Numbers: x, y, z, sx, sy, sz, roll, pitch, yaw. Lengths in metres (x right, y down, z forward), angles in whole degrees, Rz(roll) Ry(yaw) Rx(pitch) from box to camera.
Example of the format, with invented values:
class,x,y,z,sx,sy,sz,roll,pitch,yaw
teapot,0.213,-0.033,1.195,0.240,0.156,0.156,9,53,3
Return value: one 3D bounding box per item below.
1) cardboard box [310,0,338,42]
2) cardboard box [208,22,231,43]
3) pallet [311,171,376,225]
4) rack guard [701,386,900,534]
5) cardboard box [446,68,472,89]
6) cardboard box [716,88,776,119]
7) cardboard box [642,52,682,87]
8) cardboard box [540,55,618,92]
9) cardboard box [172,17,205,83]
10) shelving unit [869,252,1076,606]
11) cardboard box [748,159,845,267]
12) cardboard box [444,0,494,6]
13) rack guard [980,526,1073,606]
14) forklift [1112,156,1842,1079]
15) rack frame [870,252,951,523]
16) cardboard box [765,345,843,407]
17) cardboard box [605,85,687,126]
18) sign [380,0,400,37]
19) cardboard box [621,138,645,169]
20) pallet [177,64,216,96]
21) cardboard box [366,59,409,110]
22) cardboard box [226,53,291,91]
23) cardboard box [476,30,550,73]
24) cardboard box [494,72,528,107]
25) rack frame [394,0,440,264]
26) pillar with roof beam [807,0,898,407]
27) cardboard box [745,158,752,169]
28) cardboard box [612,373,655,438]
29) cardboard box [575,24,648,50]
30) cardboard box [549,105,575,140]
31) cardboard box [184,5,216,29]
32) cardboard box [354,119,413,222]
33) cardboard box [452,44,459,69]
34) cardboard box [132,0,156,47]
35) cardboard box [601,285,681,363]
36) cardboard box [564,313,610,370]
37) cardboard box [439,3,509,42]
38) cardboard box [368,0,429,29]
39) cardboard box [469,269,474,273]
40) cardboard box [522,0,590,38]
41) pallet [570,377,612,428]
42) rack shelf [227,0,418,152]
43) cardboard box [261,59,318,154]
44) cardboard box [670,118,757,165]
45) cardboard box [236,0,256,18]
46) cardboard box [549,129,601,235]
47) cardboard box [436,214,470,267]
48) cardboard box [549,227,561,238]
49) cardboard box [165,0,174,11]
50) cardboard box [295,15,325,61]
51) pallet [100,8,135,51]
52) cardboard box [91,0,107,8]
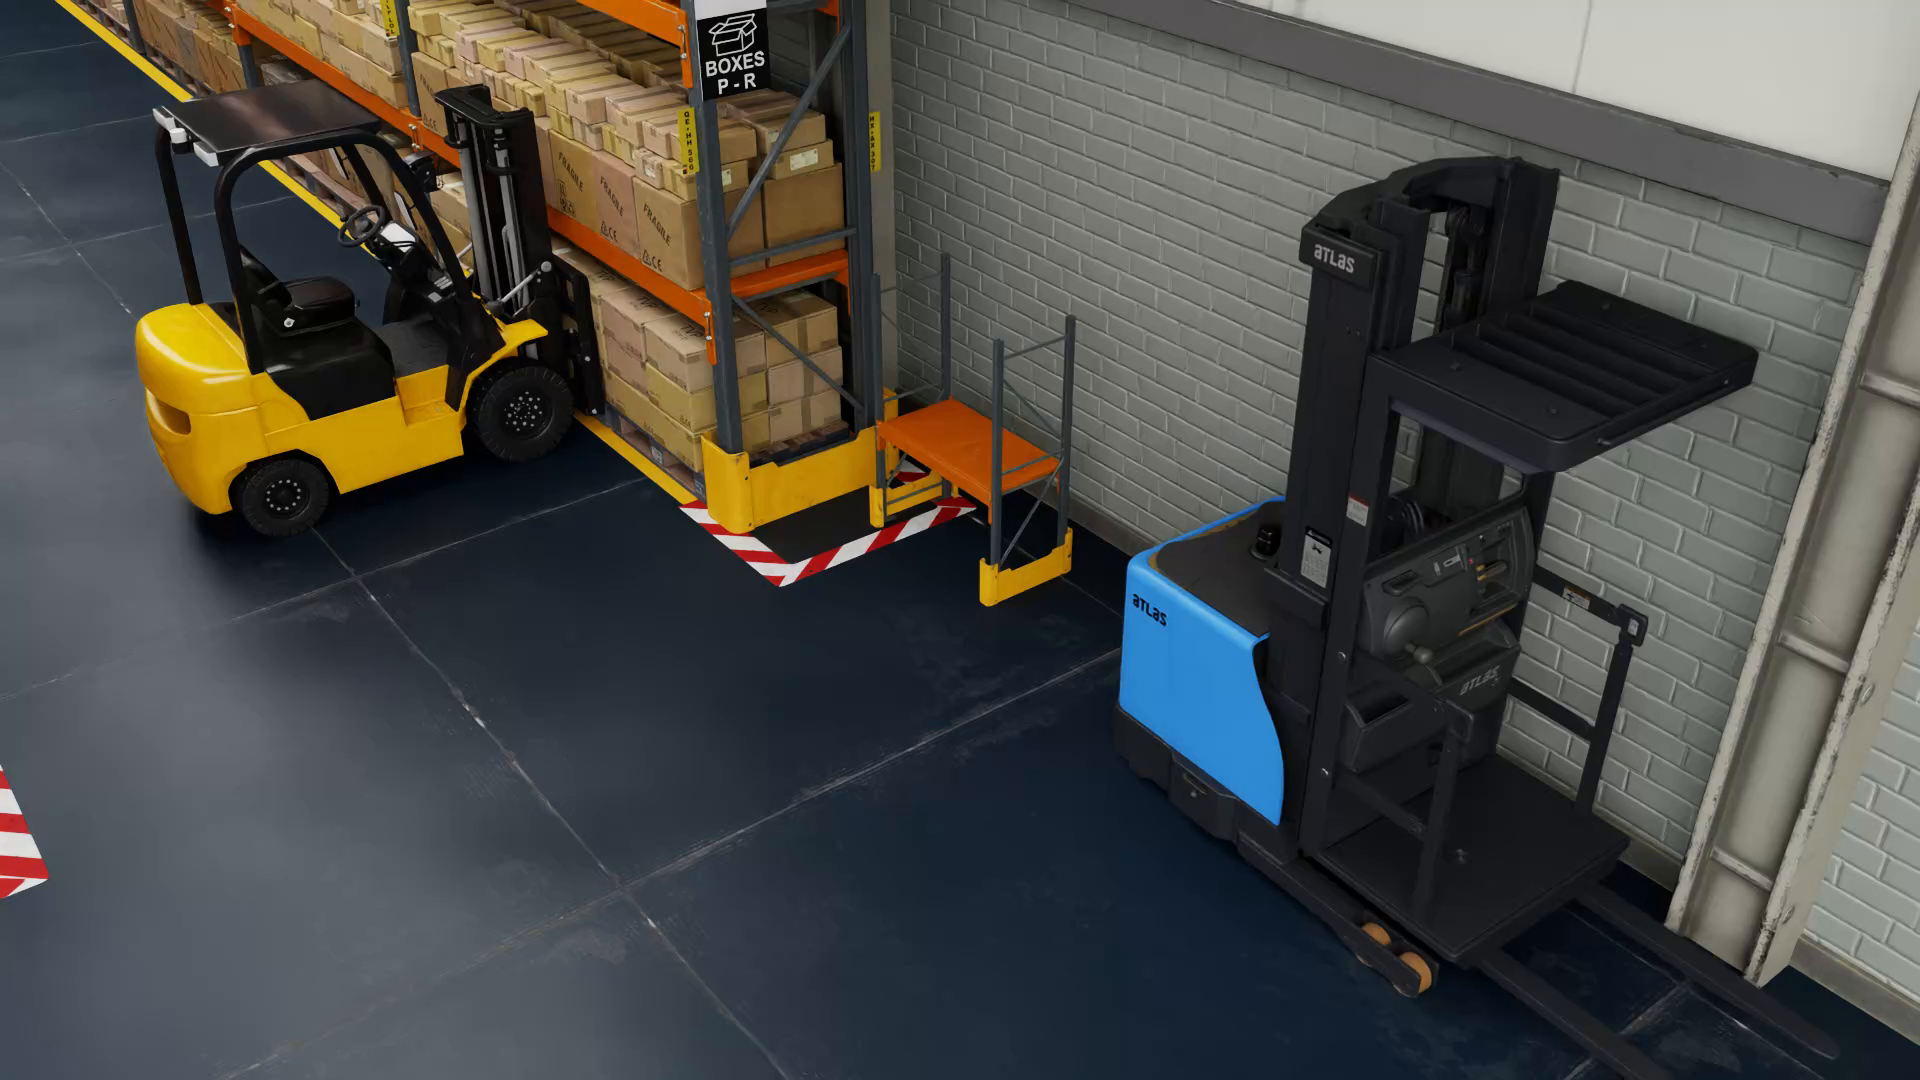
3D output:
class,x,y,z,sx,sy,sz,roll,pitch,yaw
cardboard box,-4.499,-3.930,12.402,0.500,0.250,0.500,-21,38,-30
cardboard box,-6.640,-4.643,15.239,0.380,0.149,0.250,-24,39,-33
pallet,-4.601,-2.851,13.640,1.003,0.211,1.213,-22,38,-31
rack guard,-0.898,-0.493,9.570,1.175,0.500,0.348,-22,38,-31
cardboard box,-2.968,-2.793,10.810,0.500,0.500,0.500,-22,38,-31
cardboard box,-1.257,-2.444,9.350,0.380,0.149,0.250,-21,38,-31
cardboard box,-1.662,-2.795,9.915,0.380,0.149,0.250,-23,39,-32
cardboard box,-2.244,-2.728,9.807,0.380,0.149,0.250,-22,38,-31
cardboard box,-7.203,-4.762,16.045,0.500,0.500,0.500,-24,39,-33
shelving unit,0.047,-0.605,8.803,0.587,1.500,1.083,-22,38,-31
cardboard box,-0.998,-1.904,9.377,0.500,0.500,0.500,-21,37,-30
cardboard box,-3.412,-3.766,11.761,0.380,0.149,0.250,-23,39,-32
rack guard,0.352,0.133,8.799,0.587,0.250,0.087,-22,38,-31
forklift,1.972,0.220,6.118,1.130,2.935,3.031,-21,38,-30
rack frame,-0.259,-0.813,9.138,0.500,1.500,0.032,-22,38,-31
cardboard box,-1.037,-1.051,9.833,0.500,0.250,0.500,-21,38,-31
cardboard box,-1.751,-2.411,9.298,0.380,0.149,0.250,-22,38,-31
sign,-3.789,-3.511,11.037,0.100,0.325,0.005,-22,38,-31
cardboard box,-1.638,-2.162,9.178,0.380,0.149,0.250,-21,38,-31
pallet,-6.991,-4.546,16.369,1.003,0.211,1.213,-22,38,-31
cardboard box,-3.882,-3.294,11.852,0.500,0.250,0.500,-21,38,-30
cardboard box,-6.248,-4.122,15.015,0.500,0.500,0.500,-21,38,-30
cardboard box,-2.752,-3.024,10.285,0.380,0.149,0.250,-23,39,-32
cardboard box,-2.616,-2.789,10.188,0.380,0.149,0.250,-24,39,-33
rack frame,-3.366,-3.232,11.611,1.000,3.000,0.127,-22,38,-31
pillar with roof beam,-4.029,-3.302,6.038,9.100,9.000,0.400,-22,38,-31
cardboard box,-1.118,-2.191,9.224,0.380,0.149,0.250,-22,38,-31
cardboard box,-1.748,-0.879,10.031,0.500,0.250,0.500,-22,38,-31
cardboard box,-2.172,-3.097,10.402,0.380,0.149,0.250,-23,38,-32
cardboard box,-2.153,-2.464,9.664,0.380,0.149,0.250,-22,38,-31
cardboard box,-7.113,-4.977,15.776,0.380,0.149,0.250,-24,39,-34
cardboard box,-4.165,-2.941,12.995,0.875,0.625,0.625,-23,38,-32
cardboard box,-3.036,-3.125,10.729,0.380,0.149,0.250,-22,38,-31
cardboard box,-8.153,-5.408,17.086,0.500,0.500,0.500,-20,37,-29
cardboard box,-1.760,-1.302,9.764,0.500,0.250,0.500,-22,38,-31
cardboard box,-2.091,-1.310,10.251,0.500,0.250,0.500,-23,39,-32
cardboard box,-3.159,-3.373,10.847,0.380,0.149,0.250,-22,38,-31
cardboard box,-3.923,-3.722,11.691,0.380,0.149,0.250,-23,38,-32
cardboard box,-3.007,-1.727,11.396,0.500,0.250,0.500,-23,39,-32
cardboard box,-2.637,-3.417,10.917,0.380,0.149,0.250,-23,38,-32
pallet,-2.159,-1.194,10.972,1.003,0.211,1.213,-22,38,-31
rack shelf,-4.592,-3.760,13.143,1.077,0.370,4.000,-22,38,-31
cardboard box,-5.447,-3.804,14.385,0.875,0.625,0.625,-21,38,-30
cardboard box,-1.299,-2.090,8.781,0.380,0.149,0.250,-22,38,-31
cardboard box,-5.740,-4.571,13.909,0.500,0.250,0.500,-22,38,-31
cardboard box,-2.048,-2.160,9.790,0.500,0.500,0.500,-23,39,-32
cardboard box,-3.313,-2.153,11.608,0.500,0.250,0.500,-22,38,-32
cardboard box,-2.697,-1.944,10.797,0.500,0.250,0.500,-21,37,-30
cardboard box,-7.562,-5.303,16.301,0.380,0.149,0.250,-22,38,-32
cardboard box,-4.797,-3.931,12.878,0.500,0.250,0.500,-21,37,-30
pallet,-8.692,-5.668,18.176,1.003,0.211,1.213,-22,38,-31
cardboard box,-9.294,-6.263,18.462,0.700,0.500,0.500,-24,39,-33
